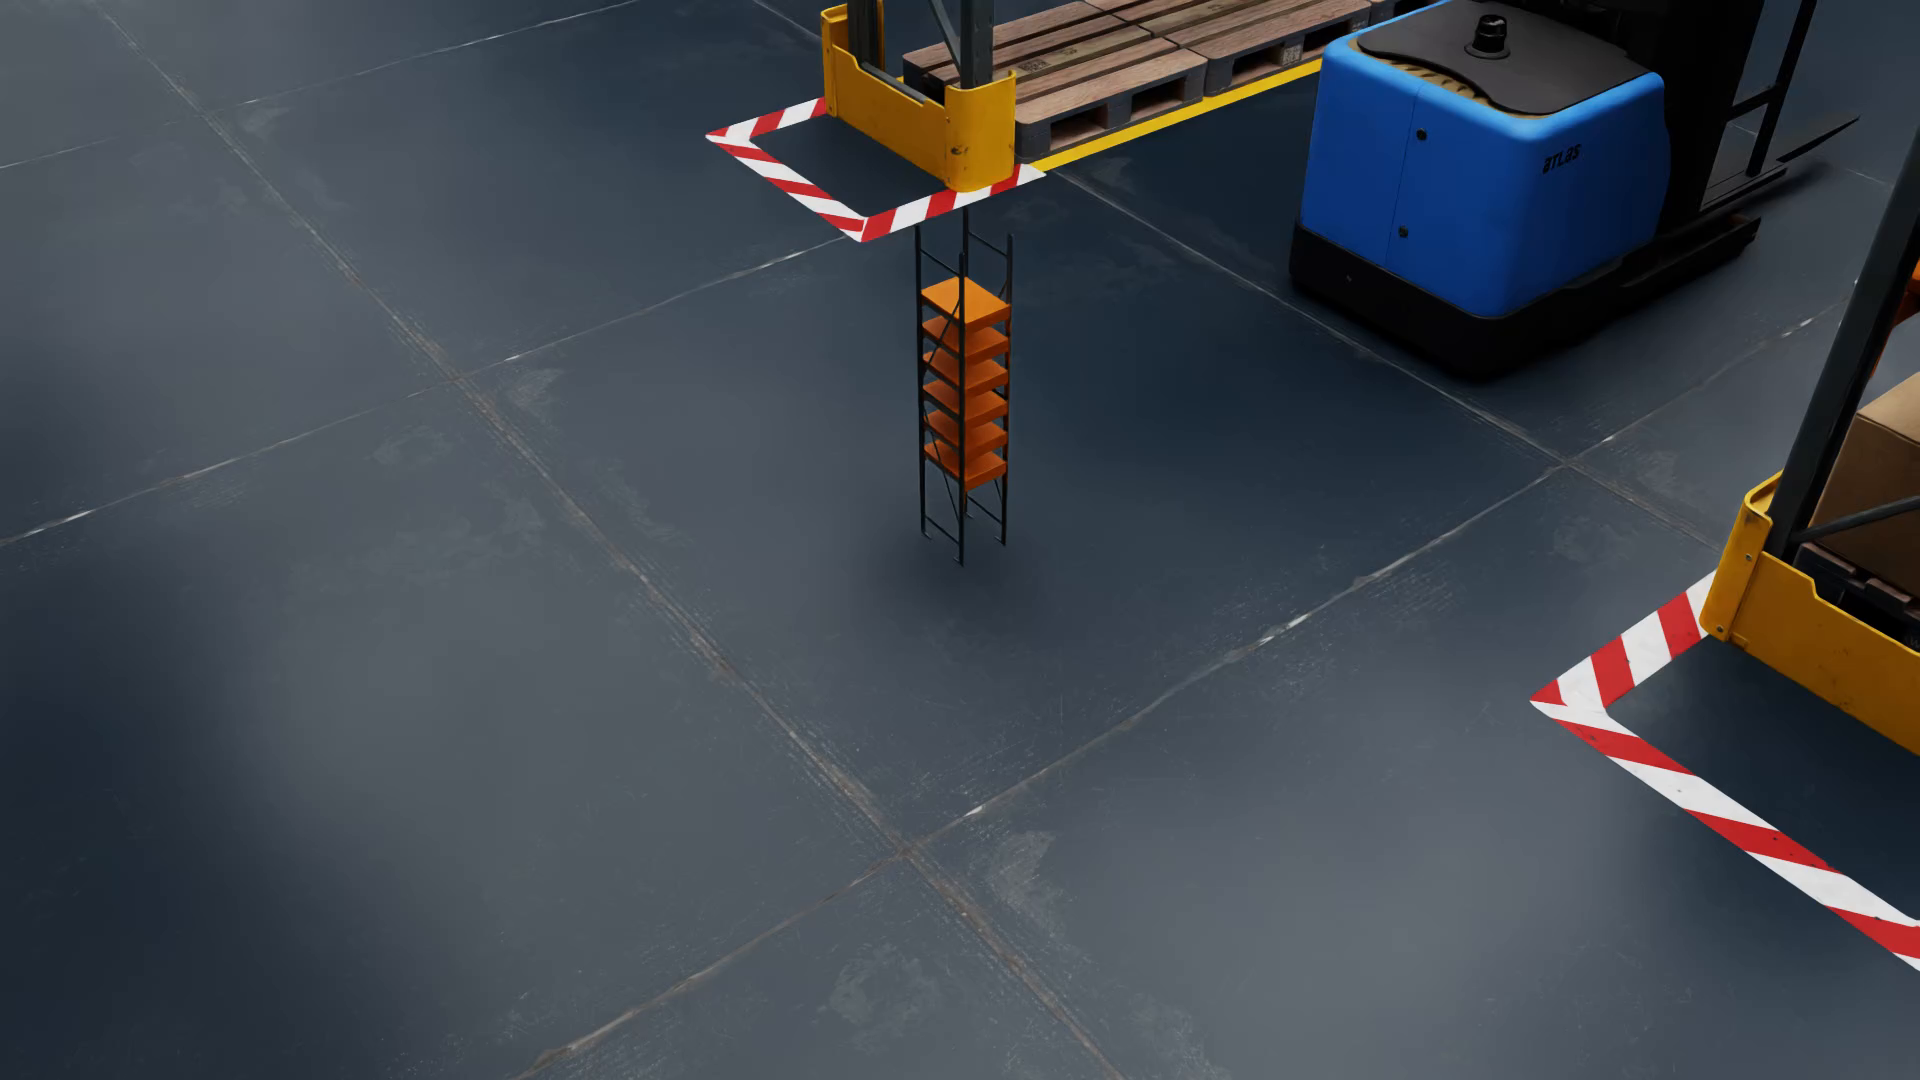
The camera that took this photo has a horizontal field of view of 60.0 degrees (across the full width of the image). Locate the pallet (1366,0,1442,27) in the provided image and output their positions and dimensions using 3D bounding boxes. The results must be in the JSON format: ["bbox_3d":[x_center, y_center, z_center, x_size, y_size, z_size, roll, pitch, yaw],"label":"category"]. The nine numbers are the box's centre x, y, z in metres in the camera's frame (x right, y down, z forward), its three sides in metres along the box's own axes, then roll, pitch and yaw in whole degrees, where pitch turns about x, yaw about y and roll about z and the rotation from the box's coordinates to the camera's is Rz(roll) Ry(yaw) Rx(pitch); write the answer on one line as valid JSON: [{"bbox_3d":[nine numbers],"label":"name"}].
[{"bbox_3d":[2.412,-3.292,9.597,1.213,0.211,1.003,-26,46,-28],"label":"pallet"}]

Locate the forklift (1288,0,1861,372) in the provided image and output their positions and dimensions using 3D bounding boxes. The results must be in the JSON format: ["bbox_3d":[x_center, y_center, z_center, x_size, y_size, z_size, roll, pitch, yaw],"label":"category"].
[{"bbox_3d":[2.859,-2.552,6.550,3.031,2.935,1.130,-26,46,-28],"label":"forklift"}]

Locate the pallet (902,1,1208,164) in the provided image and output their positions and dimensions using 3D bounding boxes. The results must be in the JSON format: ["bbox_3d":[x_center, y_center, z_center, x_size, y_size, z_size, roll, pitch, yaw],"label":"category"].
[{"bbox_3d":[0.477,-2.349,8.447,1.213,0.211,1.003,-26,46,-28],"label":"pallet"}]

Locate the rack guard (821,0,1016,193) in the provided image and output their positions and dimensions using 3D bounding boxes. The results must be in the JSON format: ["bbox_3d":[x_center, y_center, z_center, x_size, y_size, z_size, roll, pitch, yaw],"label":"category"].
[{"bbox_3d":[-0.212,-2.146,7.972,0.348,0.500,1.175,-26,46,-28],"label":"rack guard"}]

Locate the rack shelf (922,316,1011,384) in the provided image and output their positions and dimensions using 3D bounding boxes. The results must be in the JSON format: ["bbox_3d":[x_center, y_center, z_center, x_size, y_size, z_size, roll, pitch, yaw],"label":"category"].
[{"bbox_3d":[0.011,-0.621,5.252,0.180,0.103,0.258,-26,46,-28],"label":"rack shelf"}]

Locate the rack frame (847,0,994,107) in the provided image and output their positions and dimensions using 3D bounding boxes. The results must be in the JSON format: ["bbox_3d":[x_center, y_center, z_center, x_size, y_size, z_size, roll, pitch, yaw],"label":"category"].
[{"bbox_3d":[-0.201,-3.128,7.198,0.127,3.000,1.000,-26,46,-28],"label":"rack frame"}]

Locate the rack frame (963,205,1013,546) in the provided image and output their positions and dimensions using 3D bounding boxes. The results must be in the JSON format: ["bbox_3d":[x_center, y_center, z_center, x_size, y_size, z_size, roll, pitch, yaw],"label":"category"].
[{"bbox_3d":[0.084,-0.505,5.419,0.006,1.200,0.240,-26,46,-28],"label":"rack frame"}]

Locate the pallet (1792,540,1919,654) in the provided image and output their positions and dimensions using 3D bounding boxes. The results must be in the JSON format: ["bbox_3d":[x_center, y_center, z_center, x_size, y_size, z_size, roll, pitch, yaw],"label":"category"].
[{"bbox_3d":[3.507,0.105,5.456,1.213,0.211,1.003,-26,46,-28],"label":"pallet"}]

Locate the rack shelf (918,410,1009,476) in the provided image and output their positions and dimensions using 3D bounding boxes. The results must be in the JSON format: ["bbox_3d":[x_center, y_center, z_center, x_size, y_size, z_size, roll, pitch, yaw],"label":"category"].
[{"bbox_3d":[0.011,-0.342,5.481,0.180,0.103,0.258,-26,46,-28],"label":"rack shelf"}]

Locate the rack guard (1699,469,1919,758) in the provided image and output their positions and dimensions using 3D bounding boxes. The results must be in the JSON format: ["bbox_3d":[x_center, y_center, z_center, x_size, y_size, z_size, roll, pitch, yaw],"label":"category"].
[{"bbox_3d":[2.875,0.301,4.988,0.348,0.500,1.175,-26,46,-28],"label":"rack guard"}]

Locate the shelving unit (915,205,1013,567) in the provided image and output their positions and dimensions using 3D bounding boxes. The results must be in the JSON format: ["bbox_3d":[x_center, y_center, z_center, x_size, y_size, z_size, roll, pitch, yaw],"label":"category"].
[{"bbox_3d":[0.011,-0.469,5.376,0.189,1.200,0.258,-26,46,-28],"label":"shelving unit"}]

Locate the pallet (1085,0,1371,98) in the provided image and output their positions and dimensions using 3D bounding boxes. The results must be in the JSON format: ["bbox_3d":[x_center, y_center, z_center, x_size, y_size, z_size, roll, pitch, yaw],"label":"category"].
[{"bbox_3d":[1.444,-2.818,9.019,1.213,0.211,1.003,-26,46,-28],"label":"pallet"}]

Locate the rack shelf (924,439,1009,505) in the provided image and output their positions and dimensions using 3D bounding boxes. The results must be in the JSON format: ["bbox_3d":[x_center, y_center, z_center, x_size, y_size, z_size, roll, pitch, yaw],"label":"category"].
[{"bbox_3d":[0.011,-0.250,5.557,0.180,0.103,0.258,-26,46,-28],"label":"rack shelf"}]

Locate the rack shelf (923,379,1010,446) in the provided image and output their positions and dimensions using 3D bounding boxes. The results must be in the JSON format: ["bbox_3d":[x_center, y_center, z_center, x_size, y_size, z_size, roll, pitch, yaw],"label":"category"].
[{"bbox_3d":[0.011,-0.435,5.404,0.180,0.103,0.258,-26,46,-28],"label":"rack shelf"}]

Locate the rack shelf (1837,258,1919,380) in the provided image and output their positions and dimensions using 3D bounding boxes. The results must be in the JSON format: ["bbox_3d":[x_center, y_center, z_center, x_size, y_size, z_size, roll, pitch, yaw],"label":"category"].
[{"bbox_3d":[4.401,-1.131,5.330,4.000,0.370,1.077,-26,46,-28],"label":"rack shelf"}]

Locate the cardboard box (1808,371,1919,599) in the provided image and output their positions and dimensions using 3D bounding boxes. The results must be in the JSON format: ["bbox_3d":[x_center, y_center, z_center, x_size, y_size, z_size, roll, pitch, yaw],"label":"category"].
[{"bbox_3d":[3.096,-0.173,5.220,0.500,0.500,0.500,-26,46,-28],"label":"cardboard box"}]

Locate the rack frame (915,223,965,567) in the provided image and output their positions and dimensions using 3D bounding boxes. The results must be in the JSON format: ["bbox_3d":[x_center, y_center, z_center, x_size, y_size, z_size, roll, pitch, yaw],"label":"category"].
[{"bbox_3d":[-0.061,-0.434,5.333,0.006,1.200,0.240,-26,46,-28],"label":"rack frame"}]

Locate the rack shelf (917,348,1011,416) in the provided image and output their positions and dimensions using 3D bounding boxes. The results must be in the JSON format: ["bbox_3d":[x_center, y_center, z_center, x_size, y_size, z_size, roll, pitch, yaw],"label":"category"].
[{"bbox_3d":[0.011,-0.528,5.328,0.180,0.103,0.258,-26,46,-28],"label":"rack shelf"}]

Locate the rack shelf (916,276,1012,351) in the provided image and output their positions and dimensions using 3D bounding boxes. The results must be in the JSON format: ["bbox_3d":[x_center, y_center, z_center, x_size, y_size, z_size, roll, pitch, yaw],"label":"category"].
[{"bbox_3d":[0.011,-0.713,5.176,0.180,0.103,0.258,-26,46,-28],"label":"rack shelf"}]

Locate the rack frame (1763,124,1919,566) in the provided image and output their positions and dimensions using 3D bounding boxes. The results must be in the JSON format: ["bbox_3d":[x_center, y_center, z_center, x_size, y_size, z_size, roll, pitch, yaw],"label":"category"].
[{"bbox_3d":[2.815,-0.636,4.160,0.127,3.000,1.000,-26,46,-28],"label":"rack frame"}]
